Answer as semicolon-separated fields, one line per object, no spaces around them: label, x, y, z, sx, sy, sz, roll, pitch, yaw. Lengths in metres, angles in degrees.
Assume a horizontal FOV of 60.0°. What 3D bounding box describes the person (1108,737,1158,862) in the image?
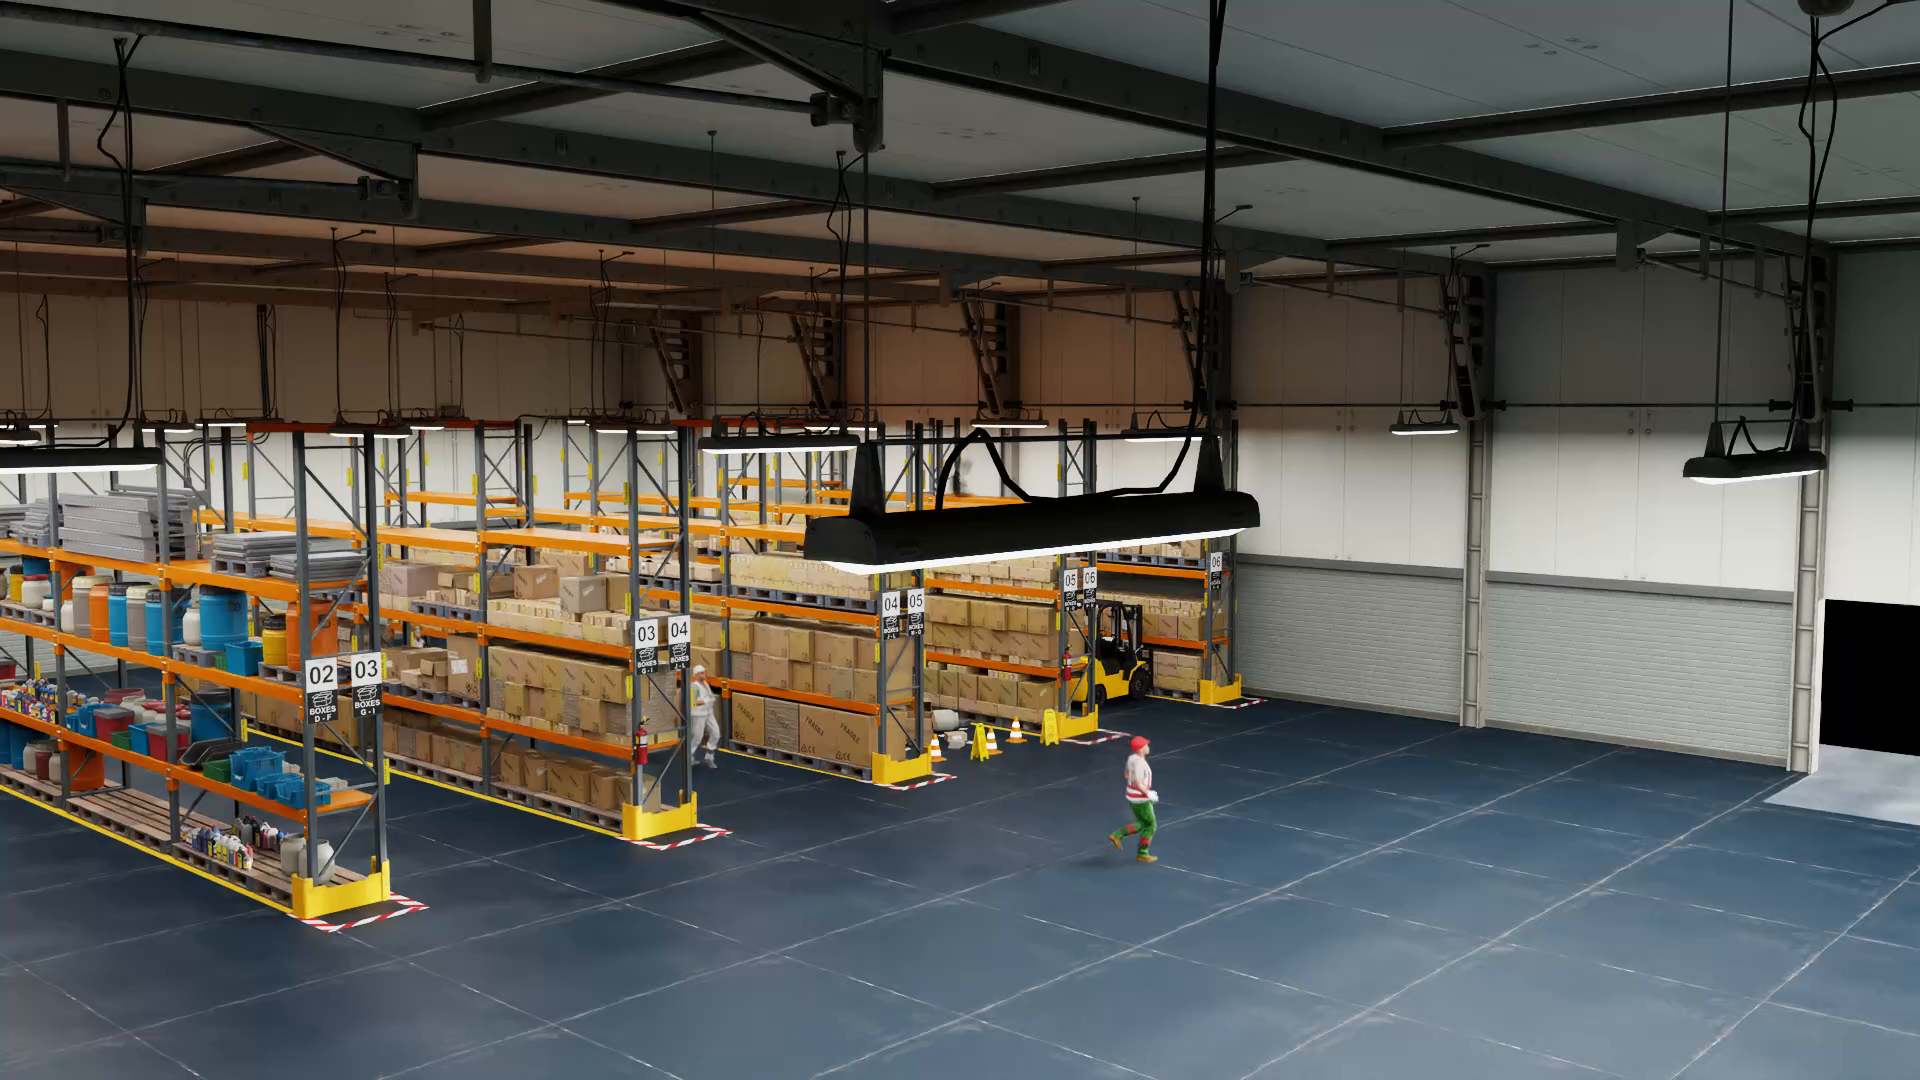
person;2.405;3.585;23.001;0.672;1.750;0.675;-1;5;-9

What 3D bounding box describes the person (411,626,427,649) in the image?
person;-11.478;2.639;35.192;0.576;1.643;0.600;3;6;33

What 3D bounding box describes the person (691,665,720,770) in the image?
person;-4.457;3.084;28.845;0.716;1.836;0.631;3;5;30
